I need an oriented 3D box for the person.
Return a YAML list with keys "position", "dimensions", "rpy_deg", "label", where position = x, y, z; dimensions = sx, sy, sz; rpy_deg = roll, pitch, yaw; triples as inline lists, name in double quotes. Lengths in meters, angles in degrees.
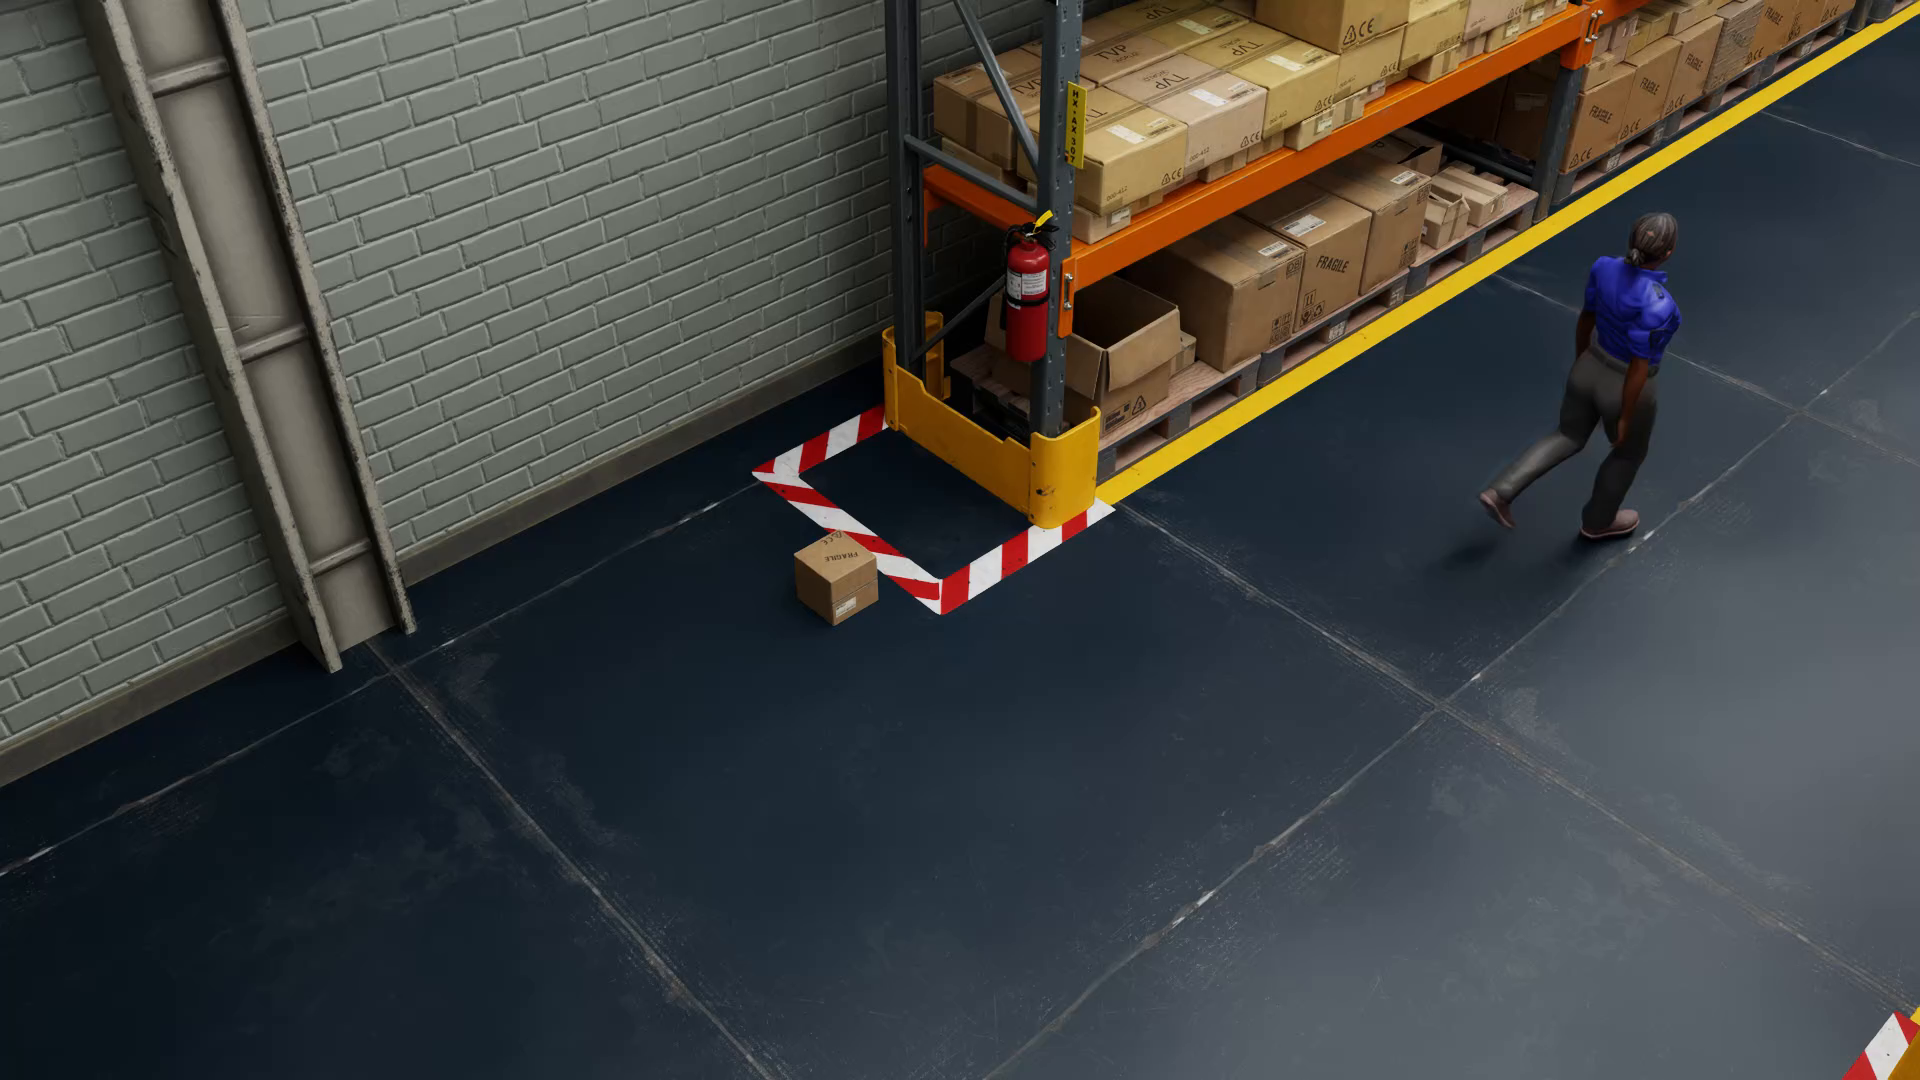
- position: [2.661, -0.644, 6.909]
  dimensions: [0.791, 1.623, 0.452]
  rpy_deg: [-17, 43, -19]
  label: "person"
